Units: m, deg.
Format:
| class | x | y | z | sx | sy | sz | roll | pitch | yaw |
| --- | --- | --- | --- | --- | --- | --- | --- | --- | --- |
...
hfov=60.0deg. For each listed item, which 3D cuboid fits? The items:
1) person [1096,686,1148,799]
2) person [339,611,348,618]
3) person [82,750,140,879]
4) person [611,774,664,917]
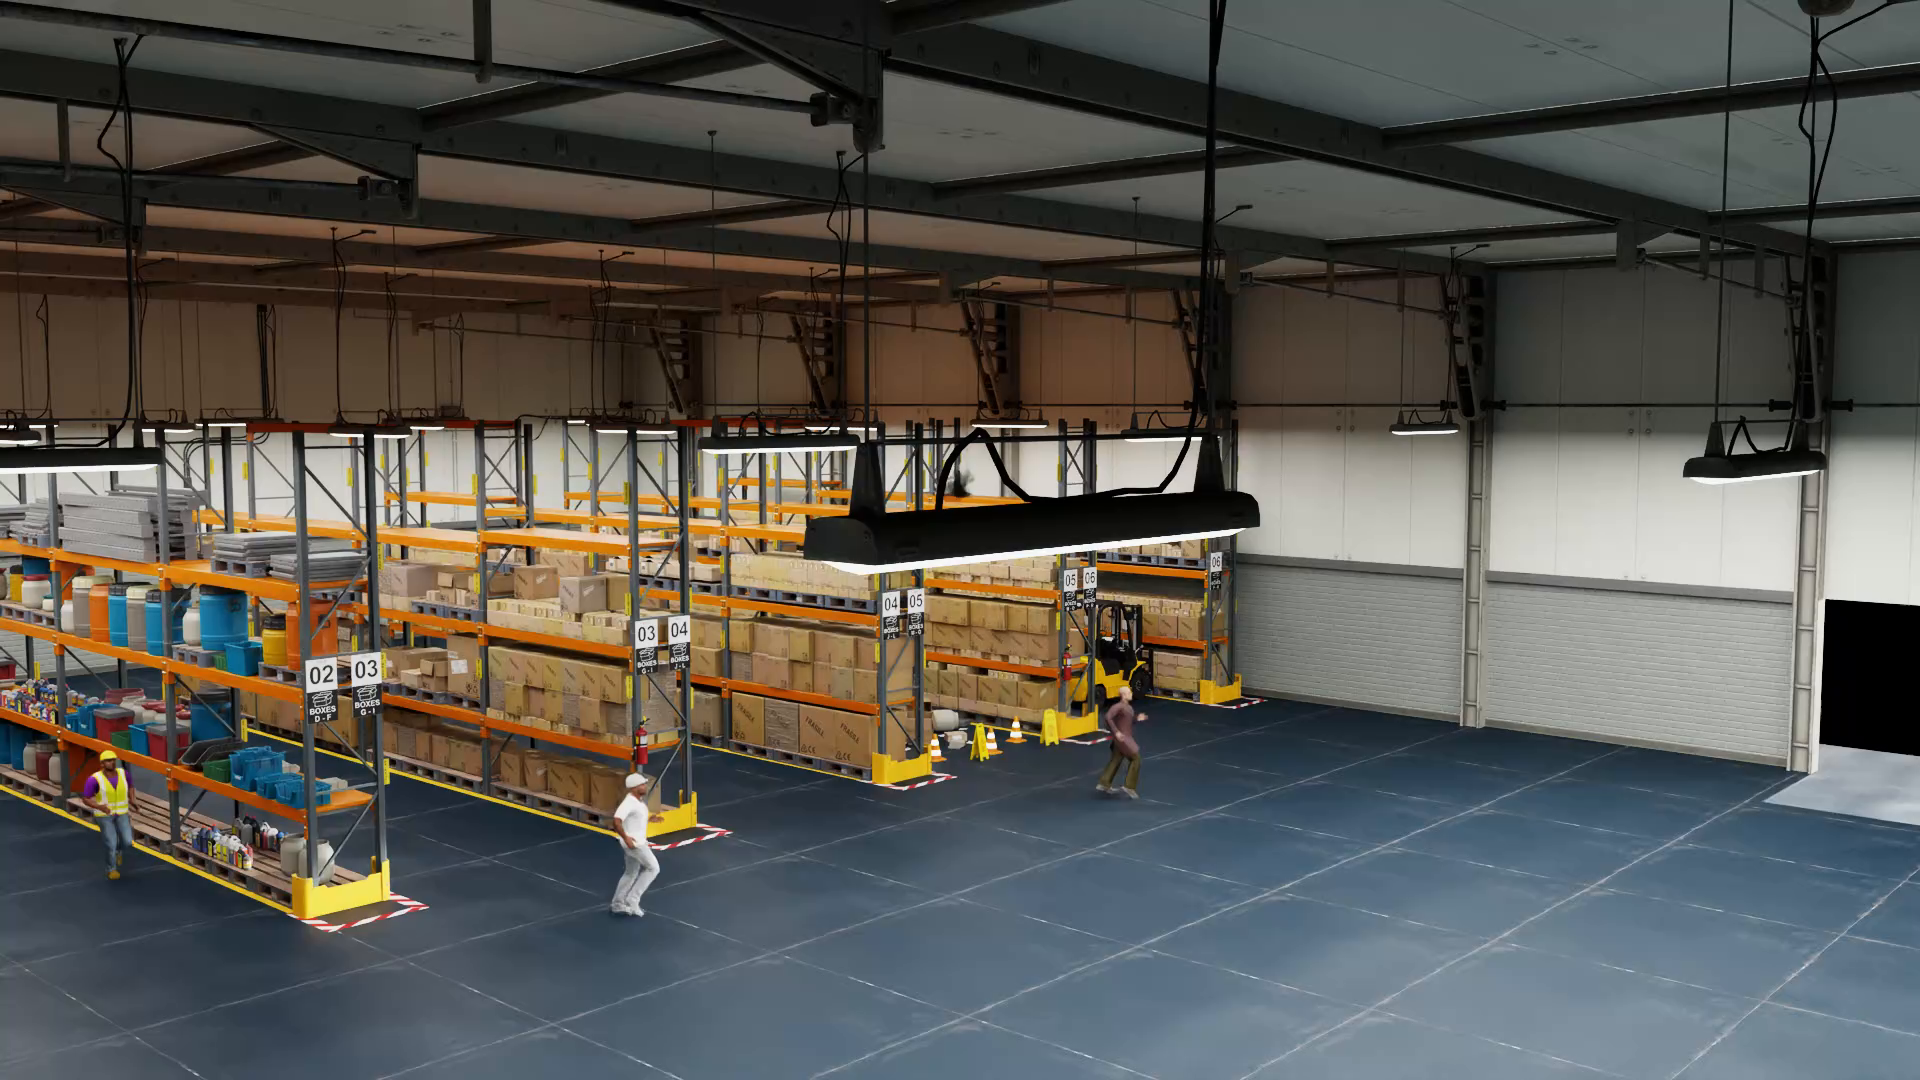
| class | x | y | z | sx | sy | sz | roll | pitch | yaw |
| --- | --- | --- | --- | --- | --- | --- | --- | --- | --- |
| person | 2.612 | 3.272 | 26.814 | 0.844 | 1.856 | 0.665 | 0 | 5 | 4 |
| person | -14.267 | 2.416 | 38.348 | 0.614 | 1.594 | 0.510 | 1 | 5 | 10 |
| person | -11.311 | 3.659 | 22.199 | 0.582 | 1.723 | 0.700 | 4 | 6 | 42 |
| person | -4.005 | 3.774 | 20.664 | 0.684 | 1.772 | 0.668 | -1 | 5 | -15 |
